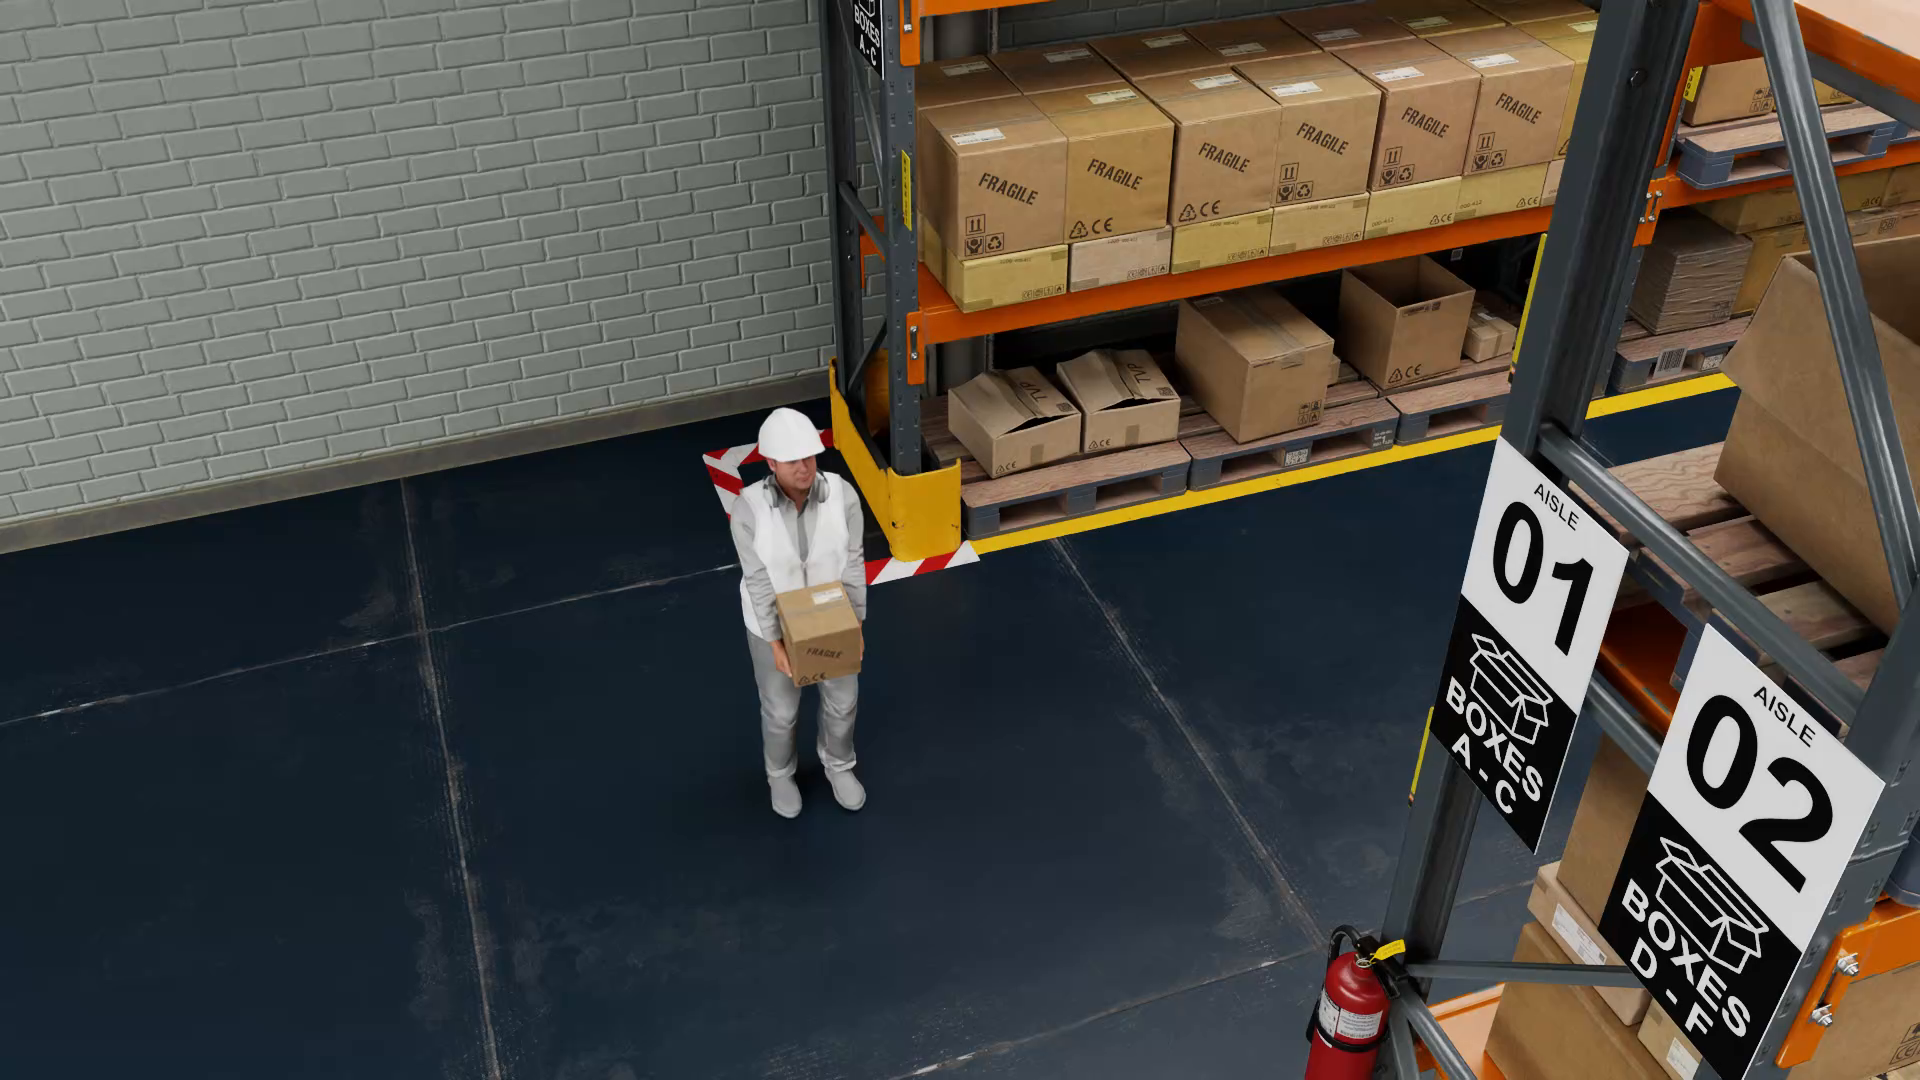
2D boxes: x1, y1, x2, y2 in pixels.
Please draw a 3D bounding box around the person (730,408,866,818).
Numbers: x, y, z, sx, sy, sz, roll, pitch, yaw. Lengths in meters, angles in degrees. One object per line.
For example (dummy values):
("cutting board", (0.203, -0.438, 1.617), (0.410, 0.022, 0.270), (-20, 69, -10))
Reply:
("person", (-0.566, 0.341, 6.326), (0.494, 1.762, 0.555), (-12, 39, -15))
